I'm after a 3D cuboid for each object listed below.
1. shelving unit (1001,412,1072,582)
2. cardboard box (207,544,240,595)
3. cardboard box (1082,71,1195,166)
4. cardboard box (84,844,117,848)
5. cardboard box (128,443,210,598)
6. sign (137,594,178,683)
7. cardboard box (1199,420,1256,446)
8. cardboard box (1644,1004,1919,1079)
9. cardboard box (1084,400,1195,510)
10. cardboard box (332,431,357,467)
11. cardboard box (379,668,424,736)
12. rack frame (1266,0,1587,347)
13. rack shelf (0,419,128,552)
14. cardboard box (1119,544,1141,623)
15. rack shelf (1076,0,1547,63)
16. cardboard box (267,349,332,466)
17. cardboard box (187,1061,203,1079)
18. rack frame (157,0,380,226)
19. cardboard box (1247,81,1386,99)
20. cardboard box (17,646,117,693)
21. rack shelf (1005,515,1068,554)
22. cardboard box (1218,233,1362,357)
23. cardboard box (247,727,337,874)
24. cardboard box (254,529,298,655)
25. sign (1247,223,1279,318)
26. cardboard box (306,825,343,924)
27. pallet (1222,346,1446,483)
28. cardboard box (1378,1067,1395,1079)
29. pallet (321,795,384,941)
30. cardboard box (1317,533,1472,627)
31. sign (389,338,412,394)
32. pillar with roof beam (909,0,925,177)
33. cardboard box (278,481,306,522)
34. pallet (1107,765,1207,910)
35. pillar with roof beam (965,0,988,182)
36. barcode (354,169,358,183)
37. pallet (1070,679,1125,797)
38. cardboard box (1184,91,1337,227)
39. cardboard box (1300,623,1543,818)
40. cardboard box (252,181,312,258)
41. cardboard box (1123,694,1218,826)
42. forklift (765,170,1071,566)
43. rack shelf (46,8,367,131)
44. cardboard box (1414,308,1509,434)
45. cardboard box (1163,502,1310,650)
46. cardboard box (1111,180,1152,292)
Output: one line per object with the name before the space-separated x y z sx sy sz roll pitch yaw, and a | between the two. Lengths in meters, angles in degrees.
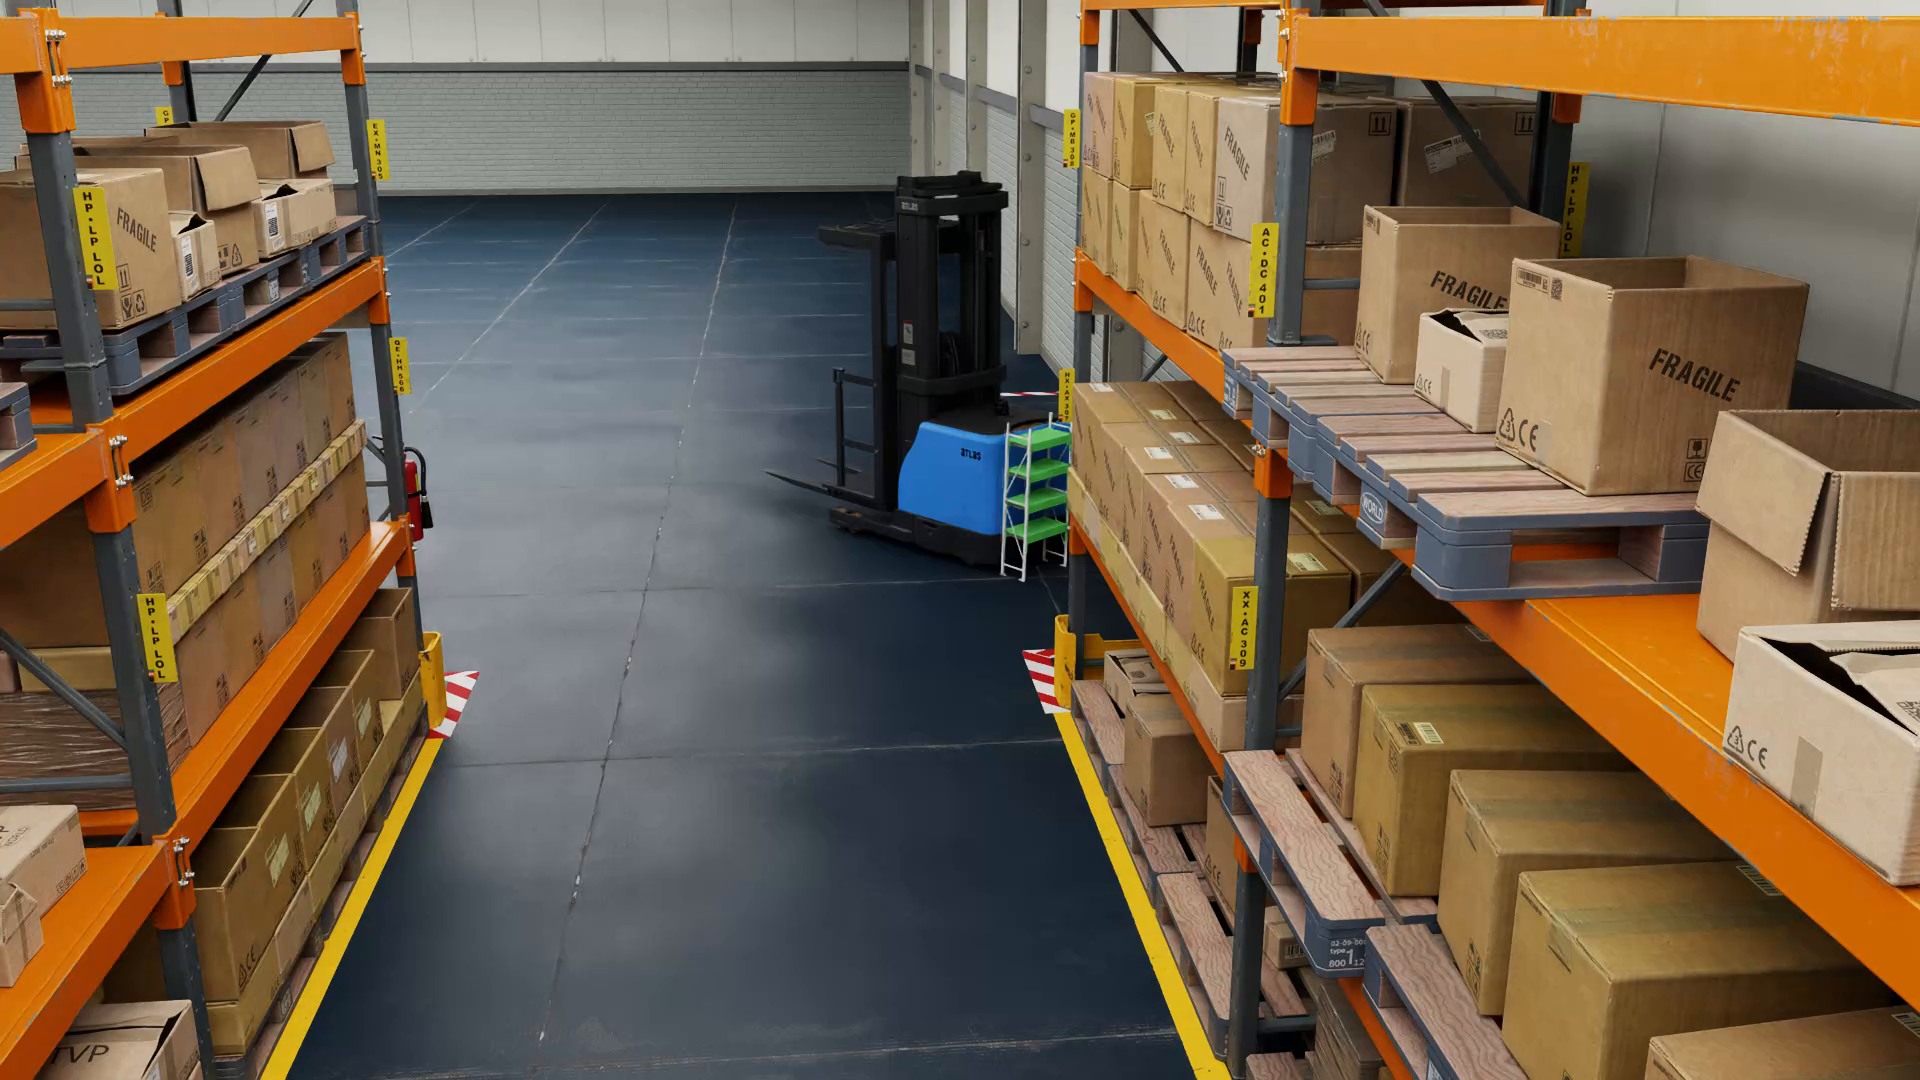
shelving unit | 0.591 -0.333 12.719 0.258 1.200 0.503 19 25 40
cardboard box | -3.272 0.129 7.009 0.380 0.149 0.250 -2 18 -7
cardboard box | 0.982 -2.312 9.158 0.500 0.500 0.500 -3 18 -10
cardboard box | -3.636 1.350 7.008 0.500 0.500 0.500 -2 18 -6
cardboard box | -3.436 -0.073 6.568 0.700 0.500 0.500 -2 18 -6
sign | -2.792 0.342 5.778 0.100 0.325 0.005 -2 18 -6
cardboard box | 1.543 -0.327 8.676 0.500 0.500 0.500 -2 18 -7
cardboard box | 1.866 1.351 3.464 0.700 0.500 0.500 -3 18 -11
cardboard box | 0.975 -0.466 9.119 0.500 0.500 0.500 -2 18 -5
cardboard box | -3.486 -0.486 8.969 0.380 0.149 0.250 -1 17 -4
cardboard box | -3.394 0.947 9.542 0.500 0.250 0.500 -2 18 -6
rack frame | 1.596 -2.140 5.470 1.000 3.000 0.127 -2 18 -6
rack shelf | -3.125 0.385 3.638 1.077 0.370 4.000 -2 18 -6
cardboard box | 1.082 0.205 8.234 0.500 0.250 0.500 -2 18 -5
rack shelf | 1.390 -2.391 7.476 1.077 0.370 4.000 -2 18 -6
cardboard box | -3.643 -0.670 8.471 0.700 0.500 0.500 -2 18 -7
cardboard box | -3.000 2.103 5.861 0.500 0.250 0.500 -2 18 -6
rack frame | -3.743 -3.177 8.775 1.000 3.000 0.127 -2 18 -6
cardboard box | 1.628 -1.855 7.699 0.500 0.500 0.500 -2 18 -6
cardboard box | -3.166 0.433 6.039 0.380 0.149 0.250 -2 18 -6
rack shelf | 0.583 -0.046 12.817 0.258 0.148 0.480 19 25 40
cardboard box | 1.298 -0.910 6.358 0.500 0.500 0.500 -1 17 -4
cardboard box | -3.171 1.185 7.534 0.500 0.500 0.500 -2 18 -6
cardboard box | -3.546 0.238 7.745 0.700 0.500 0.500 -1 17 -4
sign | 1.057 -0.936 5.781 0.100 0.325 0.005 -2 18 -6
cardboard box | -3.170 1.542 7.646 0.500 0.250 0.500 -2 18 -6
pallet | 1.554 -0.432 5.351 1.213 0.211 1.003 -2 18 -6
cardboard box | 1.792 2.076 5.494 0.700 0.500 0.500 -2 18 -7
pallet | -3.500 1.604 8.214 1.003 0.211 1.213 -2 18 -6
cardboard box | 1.755 0.280 6.742 0.500 0.500 0.500 -2 18 -7
sign | -3.202 -0.993 9.505 0.100 0.325 0.005 -2 18 -6
pillar with roof beam | -5.260 -11.955 36.733 9.100 9.000 0.400 -2 18 -6
cardboard box | -3.380 -0.179 7.989 0.380 0.149 0.250 -1 17 -4
pallet | 1.363 1.489 8.580 1.003 0.211 1.213 -2 18 -6
pillar with roof beam | -4.023 -8.380 25.345 9.100 9.000 0.400 -2 18 -6
barcode | -3.233 -1.948 8.898 0.001 0.075 0.075 -2 18 -6
pallet | 1.240 1.127 9.735 1.003 0.211 1.213 -2 18 -6
cardboard box | 1.207 -1.548 6.722 0.500 0.500 0.500 -1 17 -3
cardboard box | 1.615 0.617 5.801 0.700 0.500 0.500 -2 18 -5
cardboard box | -3.305 -1.470 7.559 0.500 0.311 0.500 0 17 1
cardboard box | 1.250 1.112 8.565 0.700 0.500 0.500 -3 18 -9
forklift | -0.455 -1.557 13.742 1.130 2.935 3.031 -17 24 -42
rack shelf | -3.537 -2.048 7.044 1.077 0.370 4.000 -2 18 -6
cardboard box | 1.636 -0.518 4.758 0.500 0.311 0.500 -1 17 -4
cardboard box | 1.182 0.147 7.167 0.500 0.500 0.500 -2 18 -6
cardboard box | 1.047 -1.535 8.350 0.500 0.500 0.500 -1 17 -3
